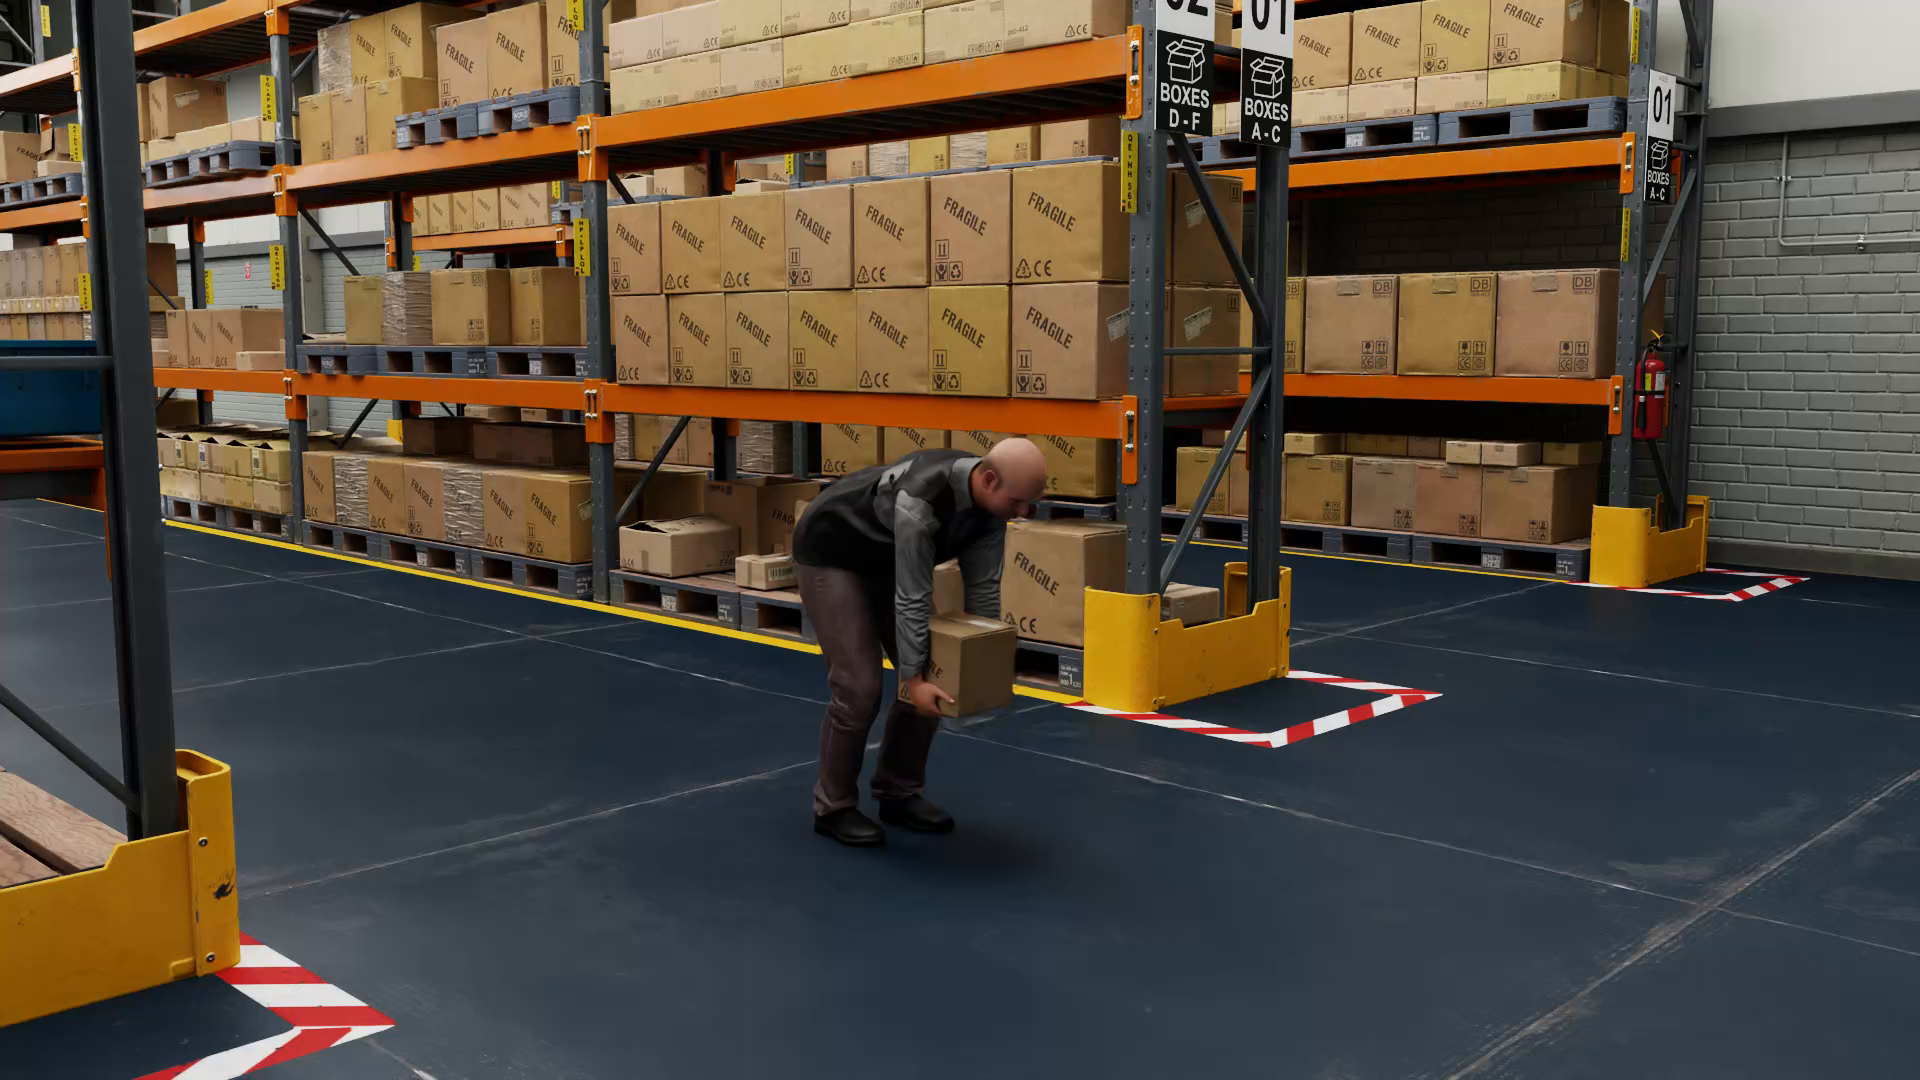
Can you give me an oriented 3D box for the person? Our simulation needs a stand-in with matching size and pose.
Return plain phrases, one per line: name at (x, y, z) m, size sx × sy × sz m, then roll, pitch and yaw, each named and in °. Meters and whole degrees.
person at (-0.107, 0.311, 5.148) m, size 0.916 × 1.281 × 0.462 m, roll 6°, pitch 9°, yaw 42°
